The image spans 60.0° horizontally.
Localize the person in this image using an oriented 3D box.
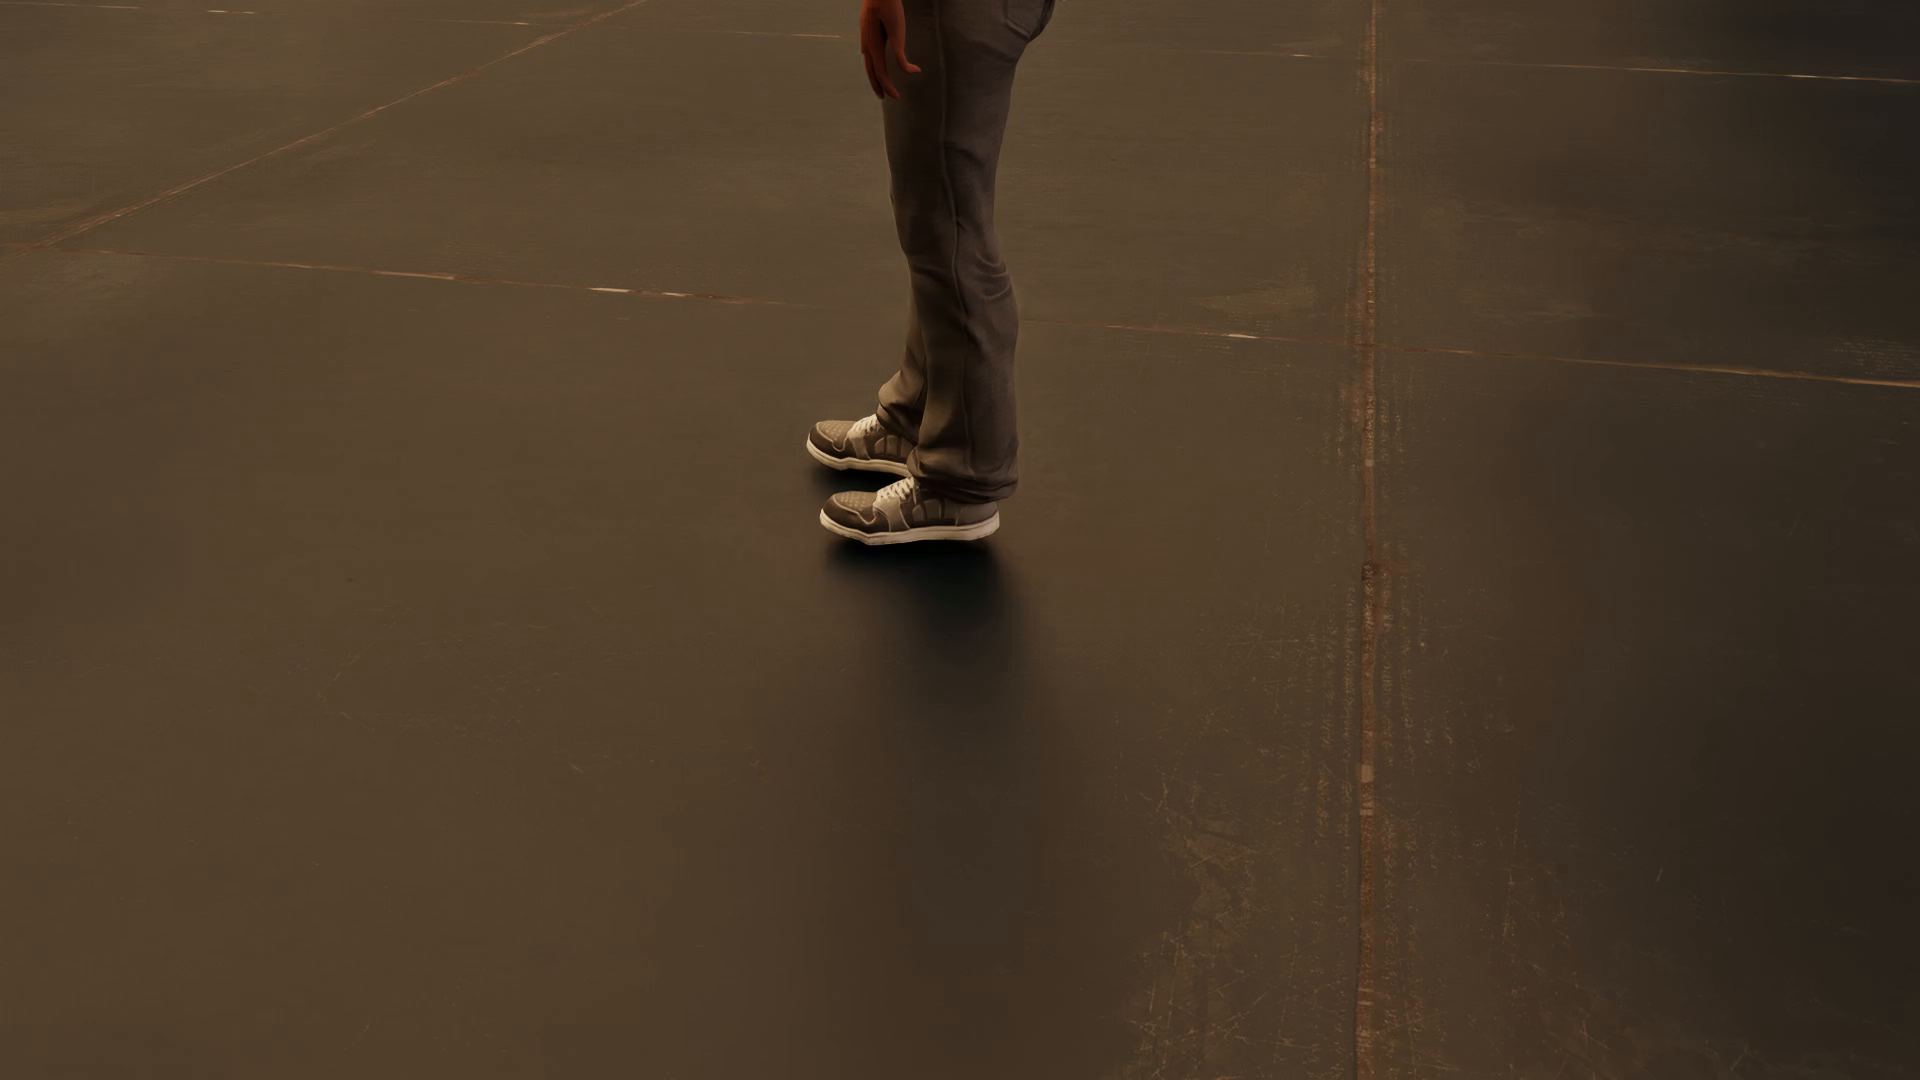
[{"bbox_3d":[-0.070,-0.727,2.167,0.473,1.585,0.520,6,27,11],"label":"person"}]
